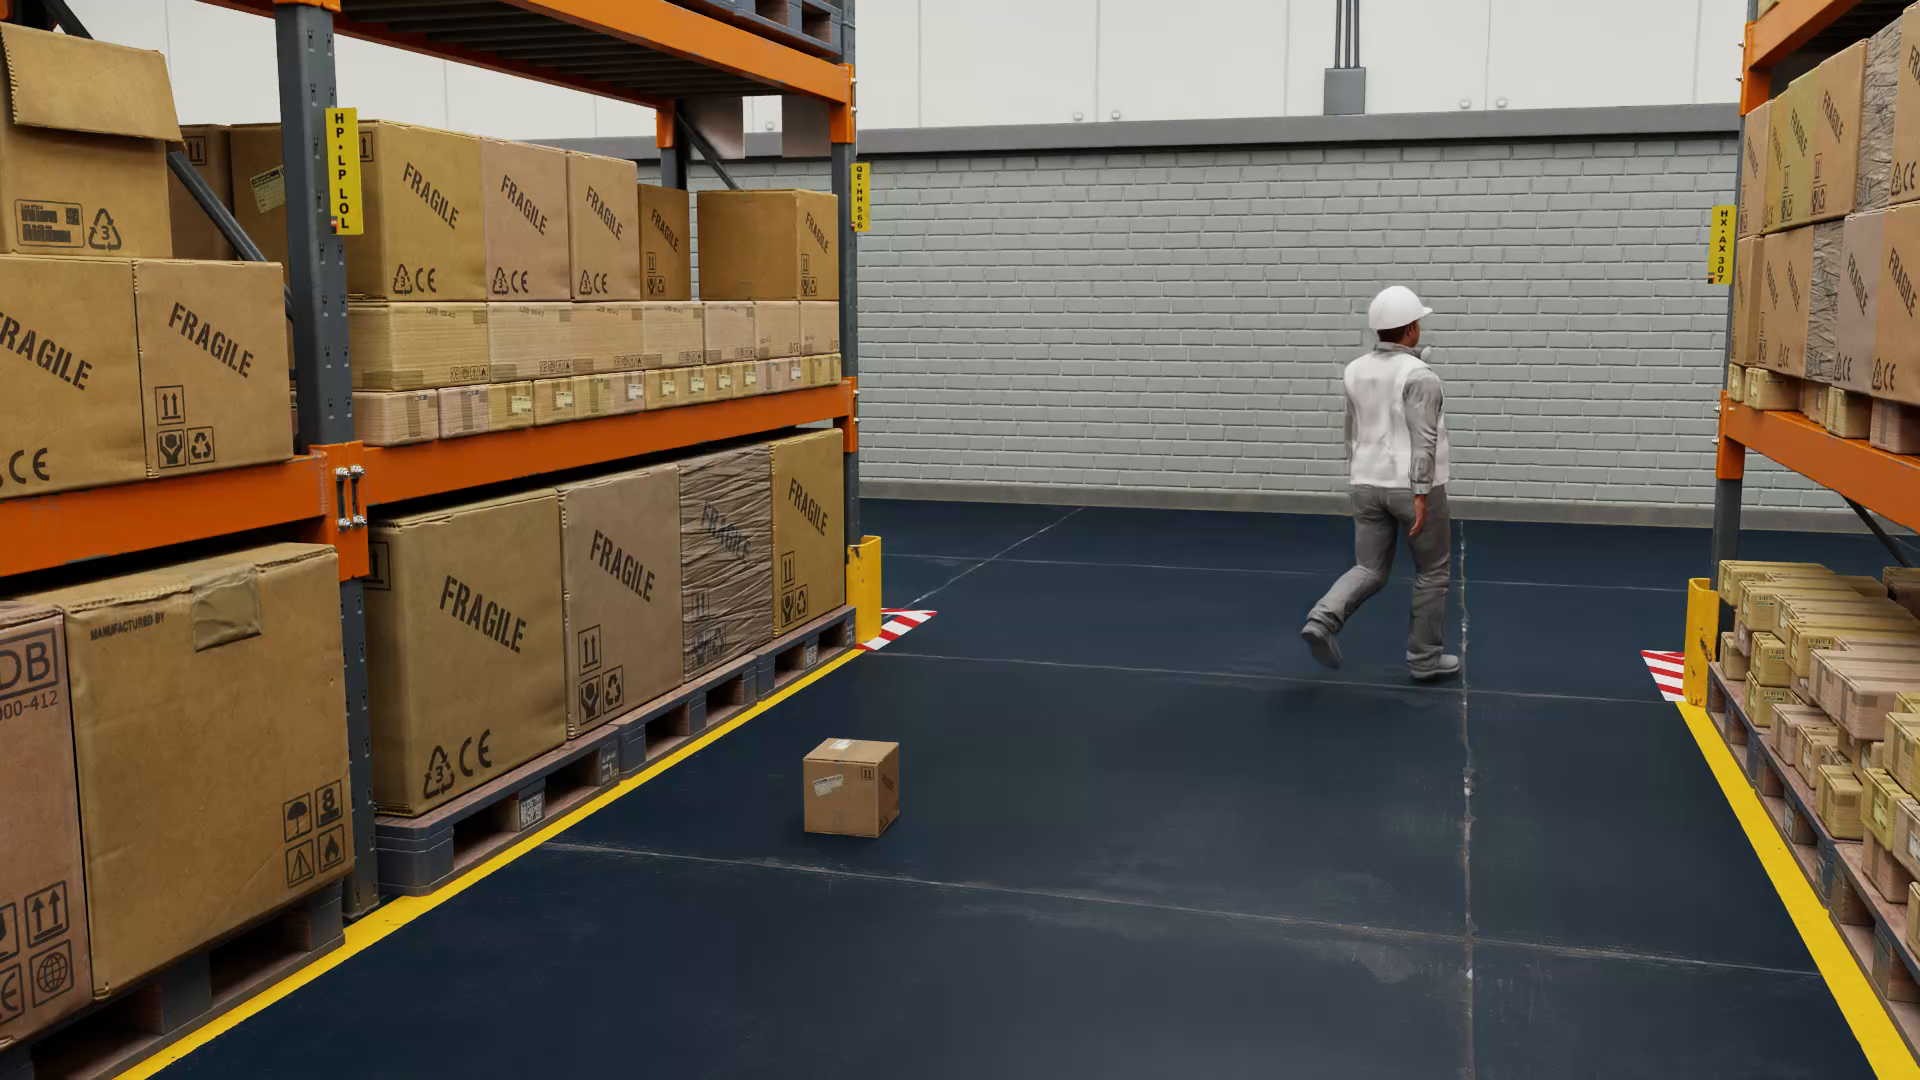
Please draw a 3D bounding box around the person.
[{"bbox_3d":[1.903,-0.240,7.352,0.830,1.746,0.534,-6,10,-37],"label":"person"}]
